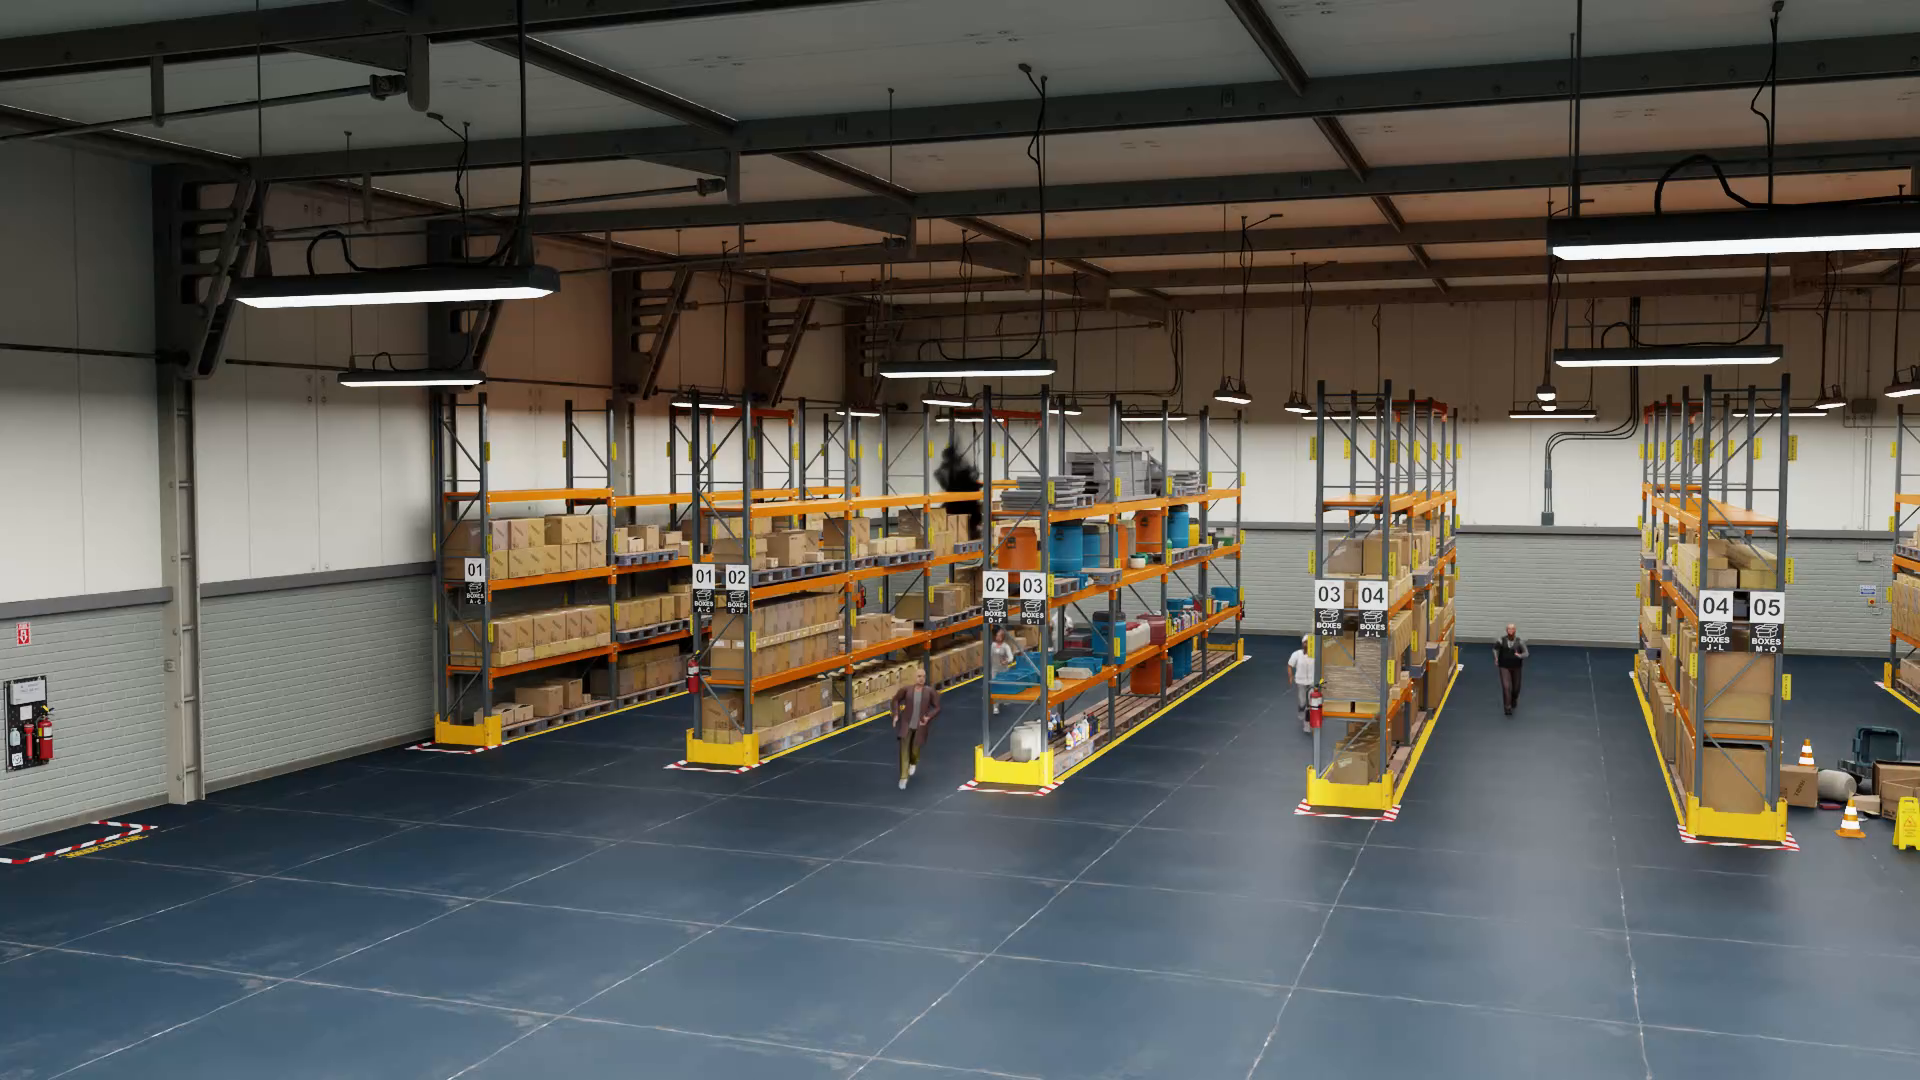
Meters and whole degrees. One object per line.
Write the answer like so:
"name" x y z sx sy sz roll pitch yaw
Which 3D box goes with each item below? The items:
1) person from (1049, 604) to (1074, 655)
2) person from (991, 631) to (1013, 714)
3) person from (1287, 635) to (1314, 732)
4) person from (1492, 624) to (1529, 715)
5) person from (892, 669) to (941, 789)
"person" 2.221 2.209 36.818 0.585 1.662 0.757 0 3 9
"person" 0.754 2.520 31.866 0.547 1.564 0.768 1 3 13
"person" 6.224 2.560 29.792 0.702 1.719 0.589 0 3 9
"person" 10.486 2.452 31.694 0.666 1.699 0.930 1 3 14
"person" -0.664 2.819 25.061 0.753 1.757 0.832 0 3 3
